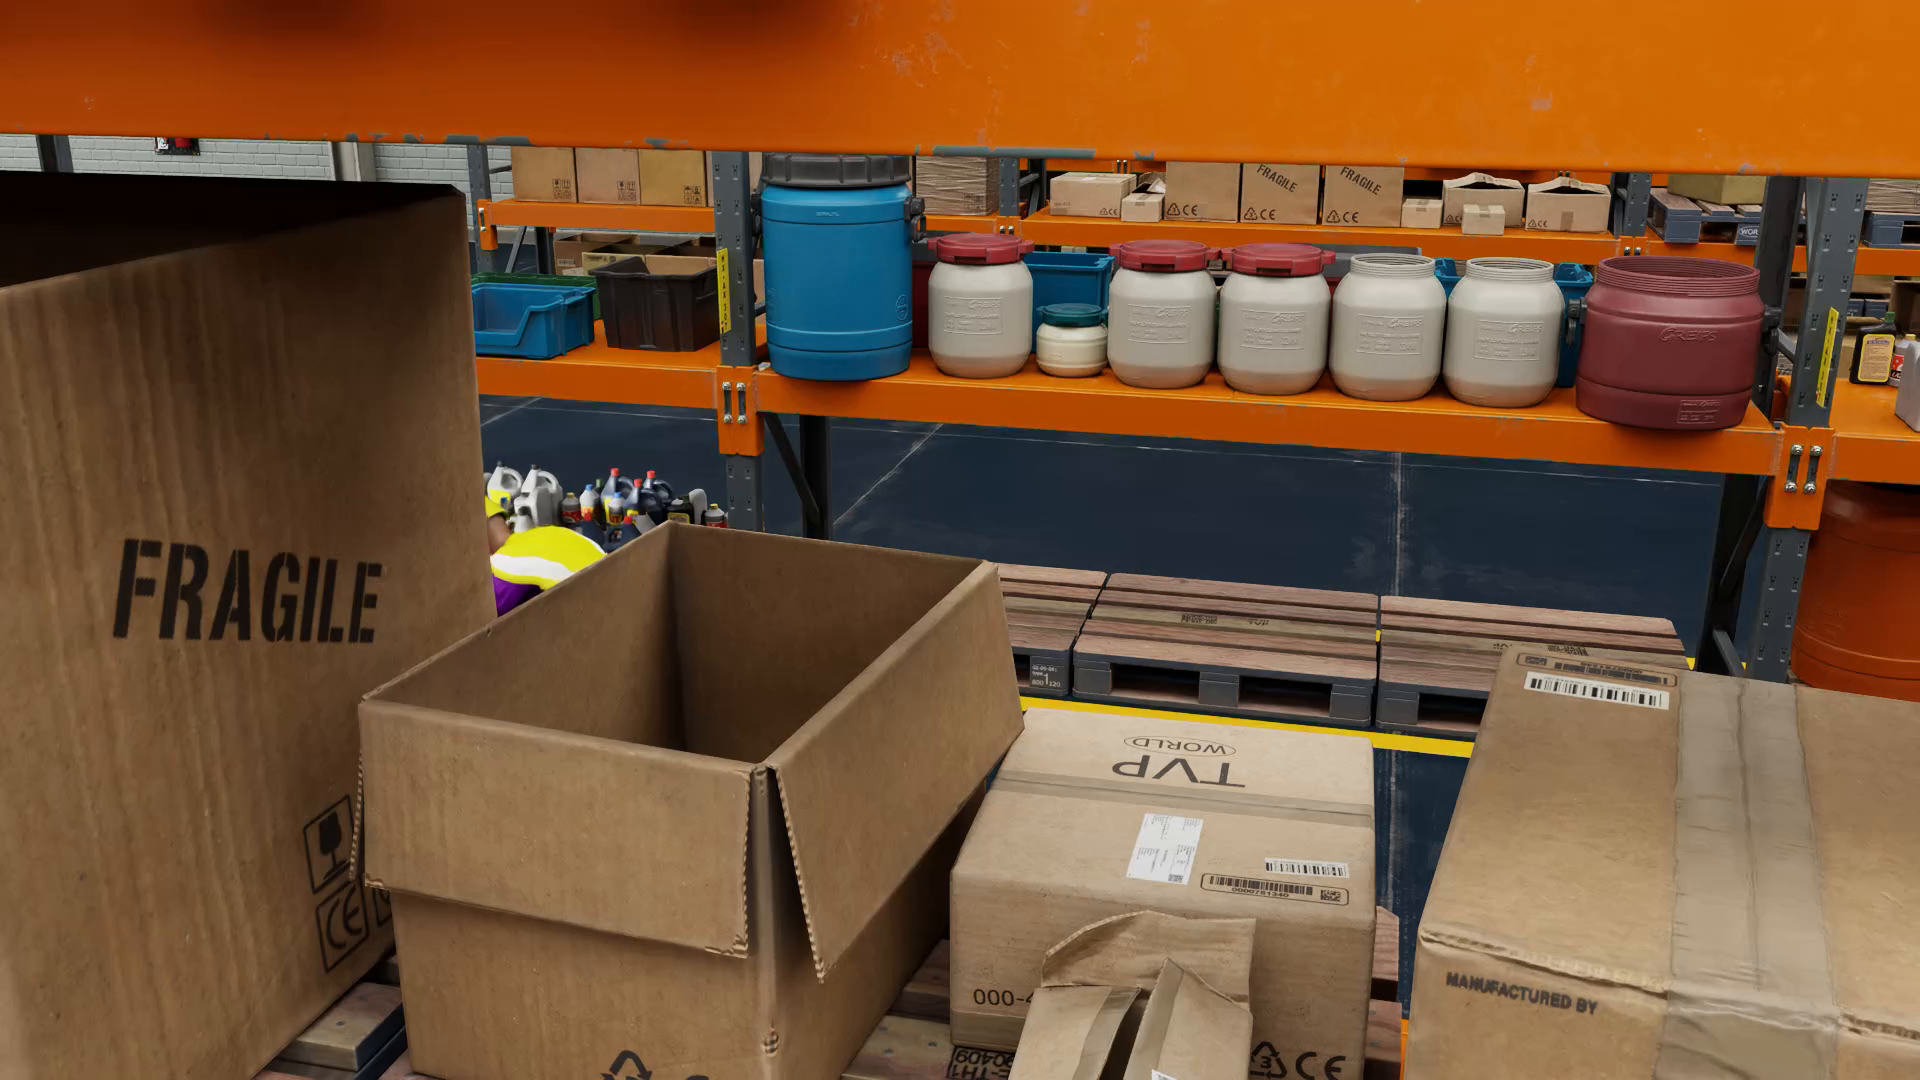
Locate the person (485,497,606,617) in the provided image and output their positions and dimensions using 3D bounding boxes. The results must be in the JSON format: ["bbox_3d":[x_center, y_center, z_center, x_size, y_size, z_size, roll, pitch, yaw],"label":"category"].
[{"bbox_3d":[-1.522,0.352,6.184,0.919,1.001,0.578,10,20,27],"label":"person"}]
